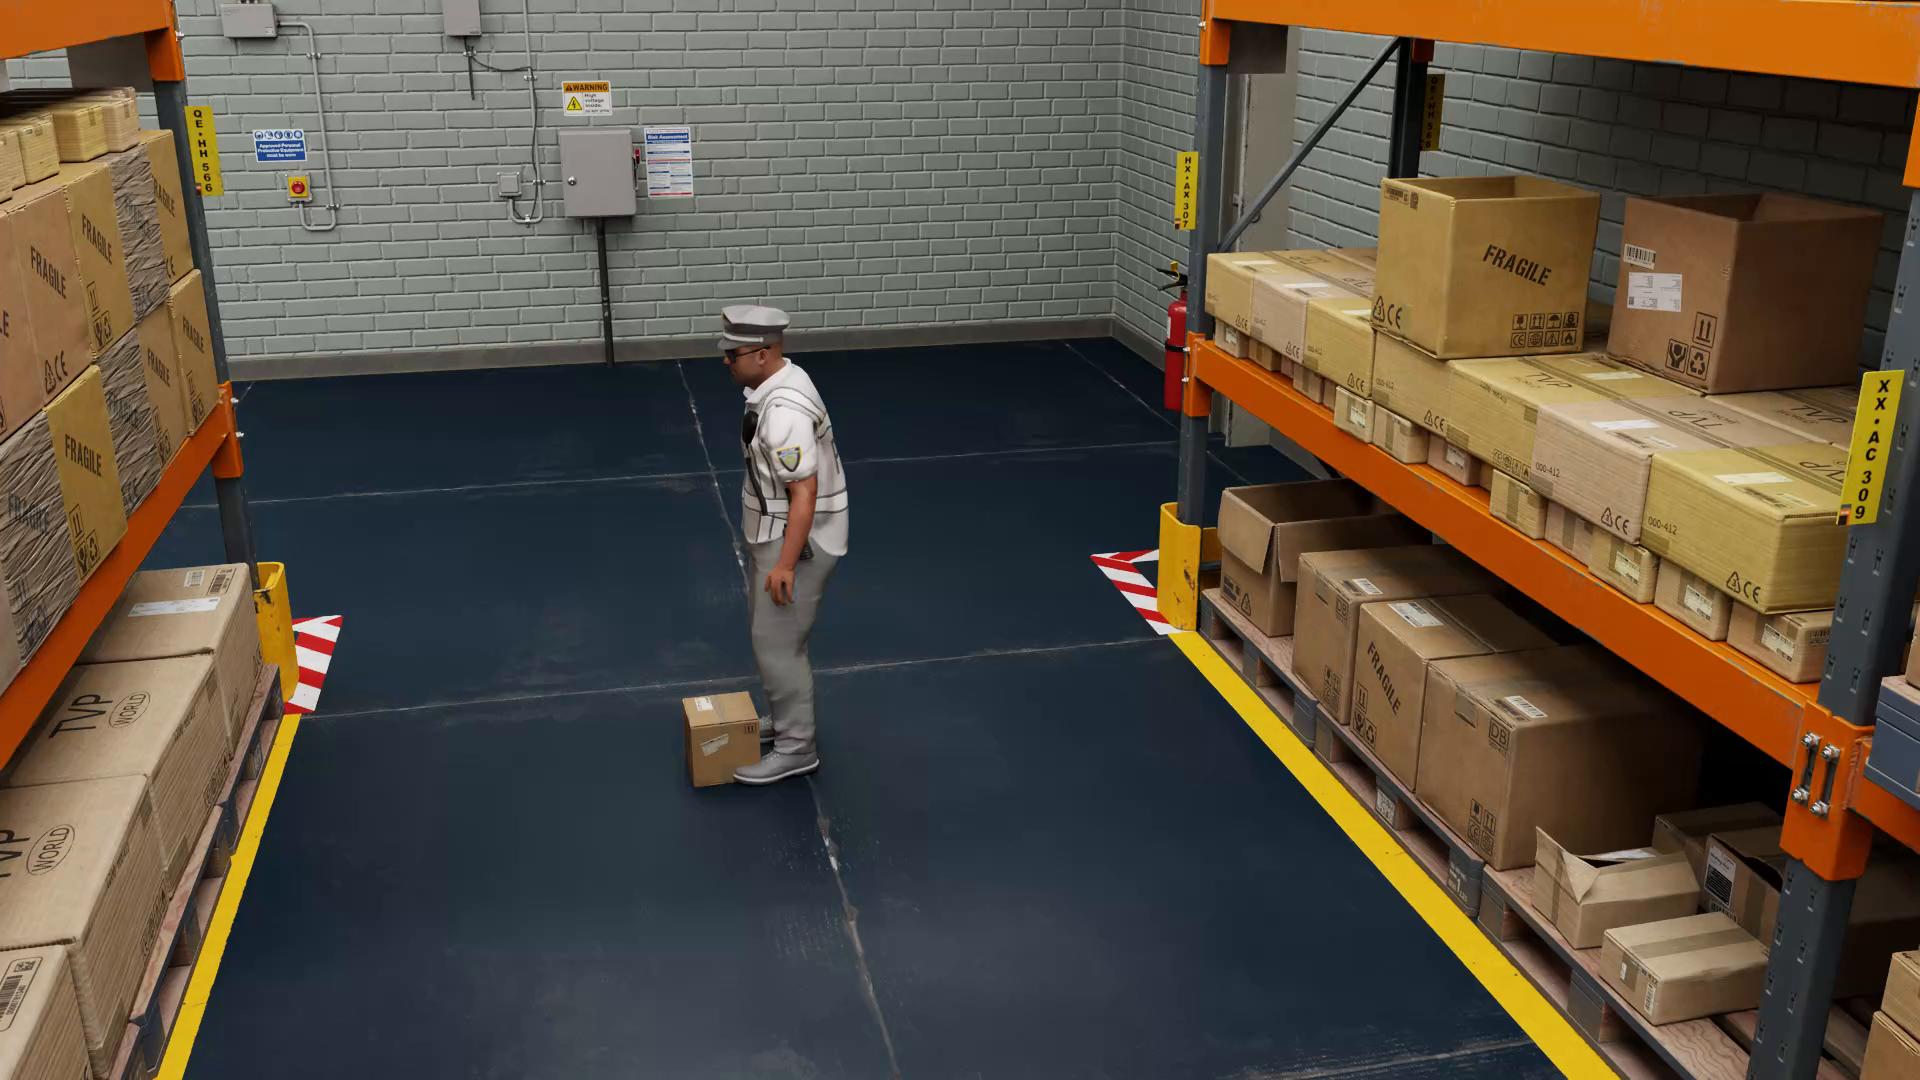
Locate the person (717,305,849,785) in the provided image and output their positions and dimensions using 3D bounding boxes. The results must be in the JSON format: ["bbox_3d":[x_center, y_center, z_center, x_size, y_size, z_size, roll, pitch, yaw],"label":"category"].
[{"bbox_3d":[-0.644,0.011,6.027,0.466,1.748,0.587,-5,20,-13],"label":"person"}]
